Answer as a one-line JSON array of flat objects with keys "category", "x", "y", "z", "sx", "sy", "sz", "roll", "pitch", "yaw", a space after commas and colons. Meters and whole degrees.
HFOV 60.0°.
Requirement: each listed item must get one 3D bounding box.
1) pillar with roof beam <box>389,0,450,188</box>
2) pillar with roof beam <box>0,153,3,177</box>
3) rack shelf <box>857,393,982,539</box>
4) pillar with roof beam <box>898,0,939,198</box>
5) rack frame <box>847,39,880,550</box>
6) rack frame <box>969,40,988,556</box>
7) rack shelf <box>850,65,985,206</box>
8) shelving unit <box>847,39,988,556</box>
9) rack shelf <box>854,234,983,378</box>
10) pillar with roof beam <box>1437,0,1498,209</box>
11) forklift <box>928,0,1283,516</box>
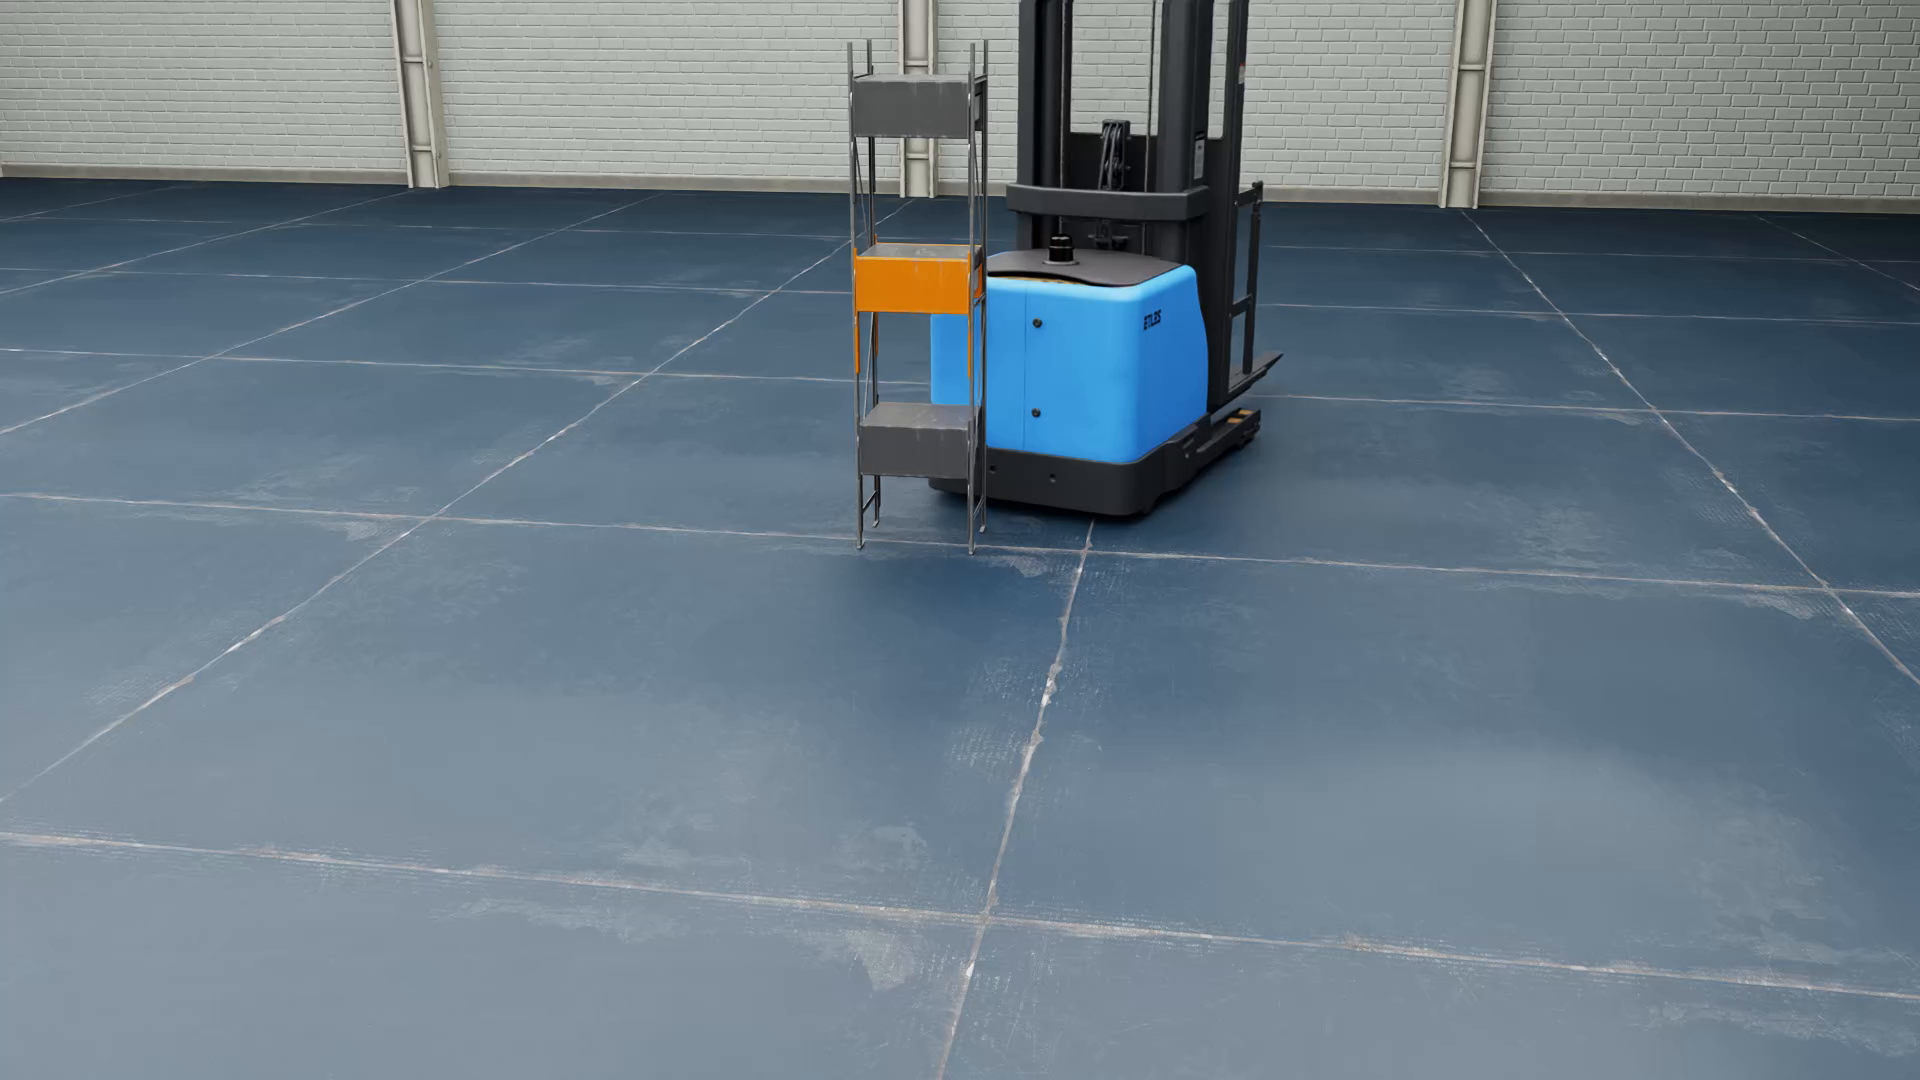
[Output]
[{"category": "pillar with roof beam", "x": -7.076, "y": -7.183, "z": 14.587, "sx": 0.400, "sy": 9.000, "sz": 9.100, "roll": 3, "pitch": 19, "yaw": 9}, {"category": "pillar with roof beam", "x": -13.000, "y": -7.485, "z": 15.490, "sx": 0.400, "sy": 9.000, "sz": 9.100, "roll": 3, "pitch": 19, "yaw": 9}, {"category": "rack shelf", "x": -0.163, "y": -0.327, "z": 7.221, "sx": 0.480, "sy": 0.518, "sz": 0.431, "roll": 3, "pitch": 19, "yaw": 9}, {"category": "pillar with roof beam", "x": -1.152, "y": -6.881, "z": 13.685, "sx": 0.400, "sy": 9.000, "sz": 9.100, "roll": 3, "pitch": 19, "yaw": 9}, {"category": "rack frame", "x": -0.404, "y": -1.016, "z": 7.032, "sx": 0.015, "sy": 2.100, "sz": 0.400, "roll": 3, "pitch": 19, "yaw": 9}, {"category": "rack frame", "x": 0.077, "y": -0.992, "z": 6.958, "sx": 0.015, "sy": 2.100, "sz": 0.400, "roll": 3, "pitch": 19, "yaw": 9}, {"category": "rack shelf", "x": -0.163, "y": -1.655, "z": 6.777, "sx": 0.480, "sy": 0.518, "sz": 0.431, "roll": 3, "pitch": 19, "yaw": 9}, {"category": "shelving unit", "x": -0.163, "y": -1.004, "z": 6.995, "sx": 0.503, "sy": 2.100, "sz": 0.431, "roll": 3, "pitch": 19, "yaw": 9}, {"category": "rack shelf", "x": -0.163, "y": -0.991, "z": 6.999, "sx": 0.480, "sy": 0.518, "sz": 0.431, "roll": 3, "pitch": 19, "yaw": 9}, {"category": "pillar with roof beam", "x": 4.773, "y": -6.579, "z": 12.782, "sx": 0.400, "sy": 9.000, "sz": 9.100, "roll": 3, "pitch": 19, "yaw": 9}, {"category": "forklift", "x": 0.959, "y": -1.922, "z": 8.428, "sx": 1.130, "sy": 2.935, "sz": 3.031, "roll": 9, "pitch": 20, "yaw": 25}]
